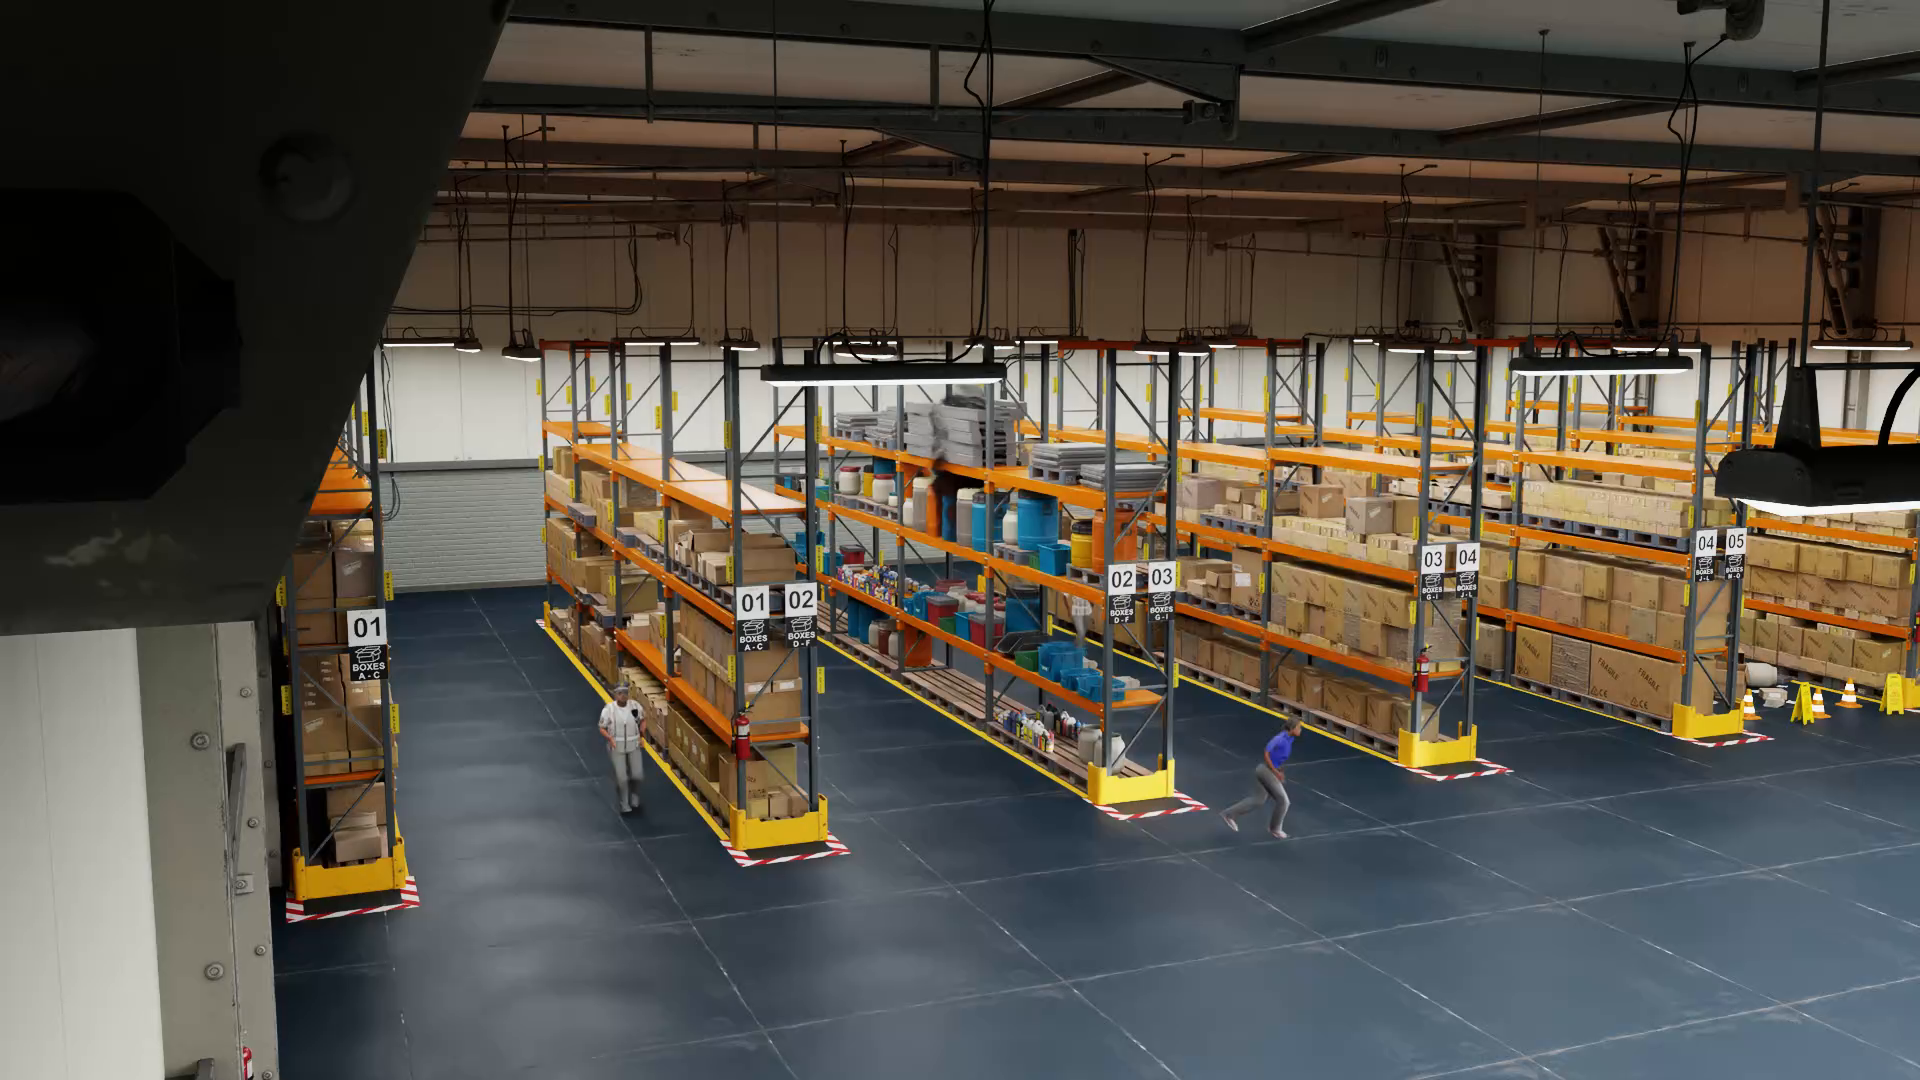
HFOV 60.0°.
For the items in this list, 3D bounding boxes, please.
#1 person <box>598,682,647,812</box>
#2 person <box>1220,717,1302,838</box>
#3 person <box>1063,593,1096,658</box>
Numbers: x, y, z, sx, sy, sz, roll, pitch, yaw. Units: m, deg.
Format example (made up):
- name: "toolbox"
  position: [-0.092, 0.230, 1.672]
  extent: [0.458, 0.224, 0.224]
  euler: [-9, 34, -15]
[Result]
- name: "person"
  position: [-4.325, 2.677, 21.479]
  extent: [0.638, 1.737, 0.586]
  euler: [-3, 8, -19]
- name: "person"
  position: [3.725, 2.942, 20.599]
  extent: [0.968, 1.557, 0.582]
  euler: [2, 8, 17]
- name: "person"
  position: [2.265, 1.434, 31.175]
  extent: [0.557, 1.738, 0.835]
  euler: [-4, 8, -26]
